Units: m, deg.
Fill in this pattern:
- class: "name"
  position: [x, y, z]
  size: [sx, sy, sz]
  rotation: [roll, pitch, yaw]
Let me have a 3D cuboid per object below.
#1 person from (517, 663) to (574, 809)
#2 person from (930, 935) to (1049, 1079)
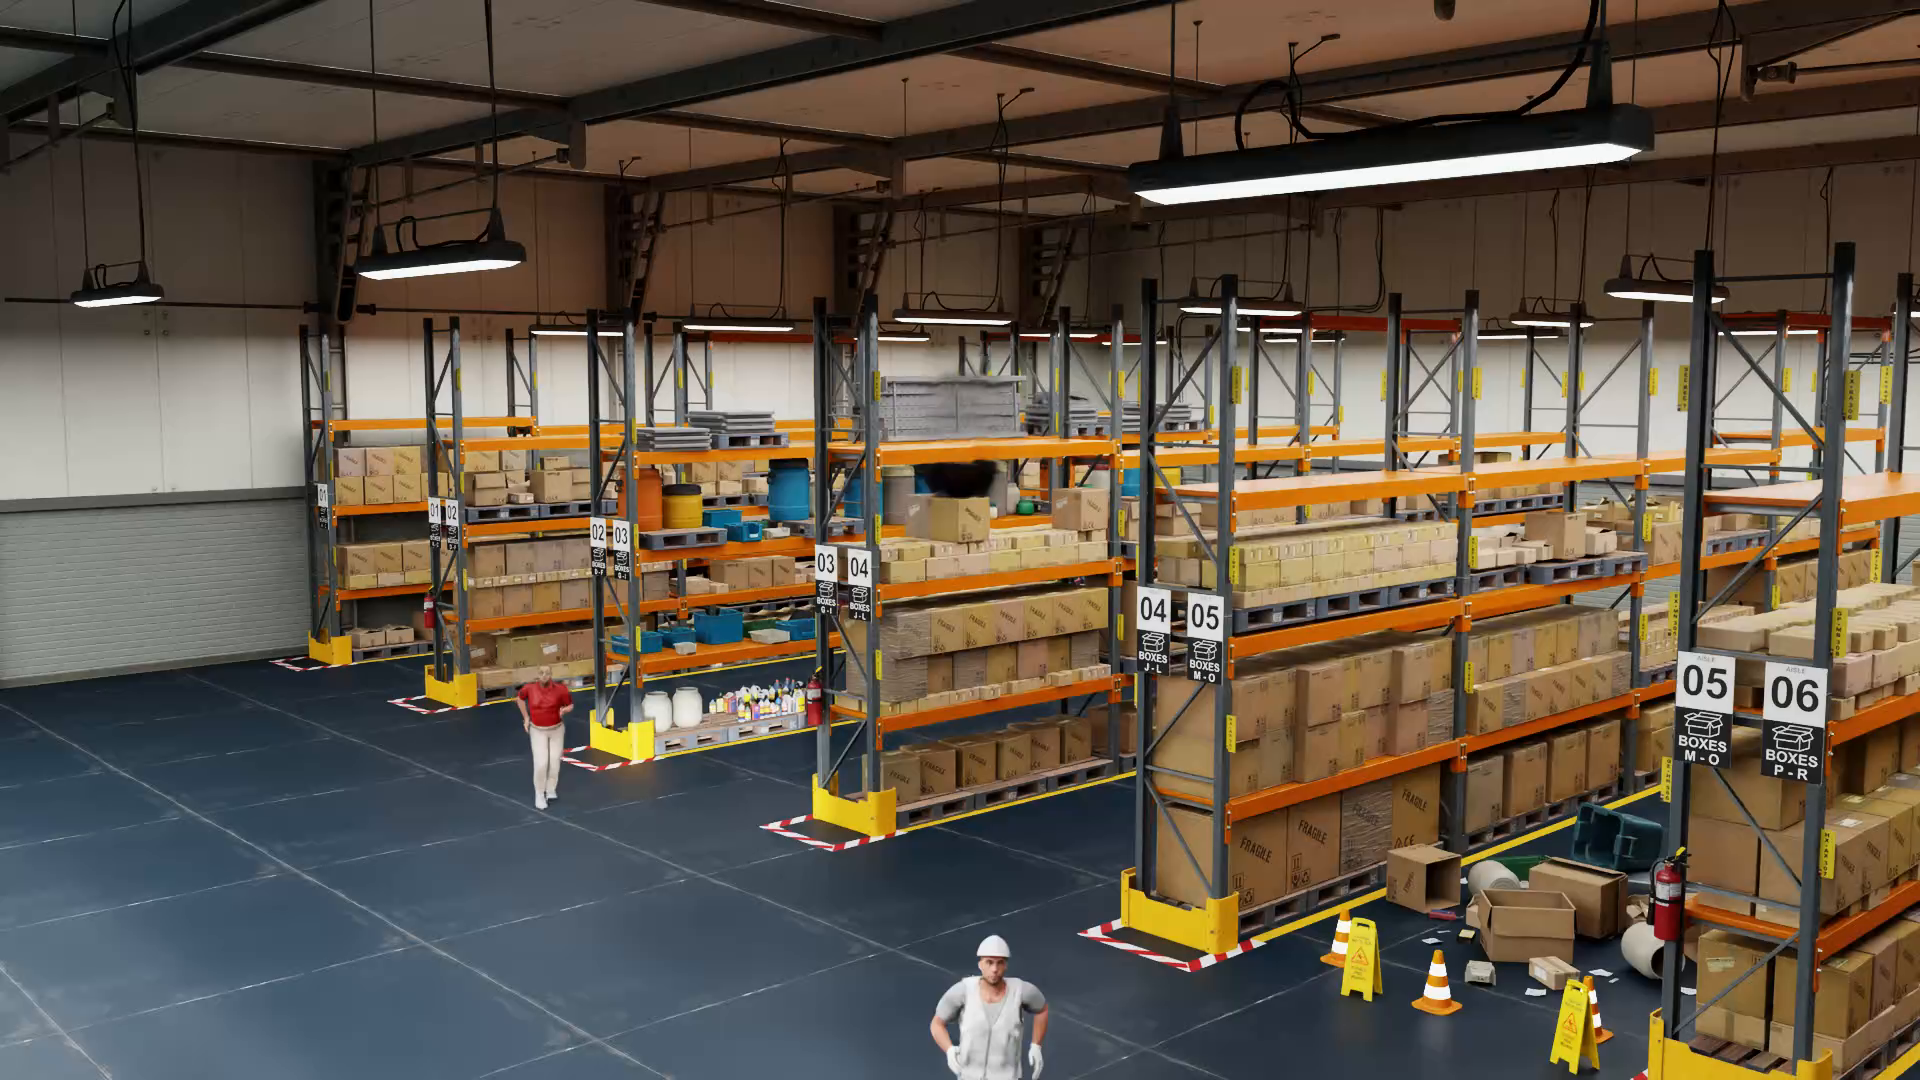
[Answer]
- class: "person"
  position: [-4.919, 2.341, 19.787]
  size: [0.657, 1.776, 0.802]
  rotation: [-2, 6, -16]
- class: "person"
  position: [0.162, 3.261, 10.006]
  size: [0.699, 1.799, 0.929]
  rotation: [1, 6, 8]
